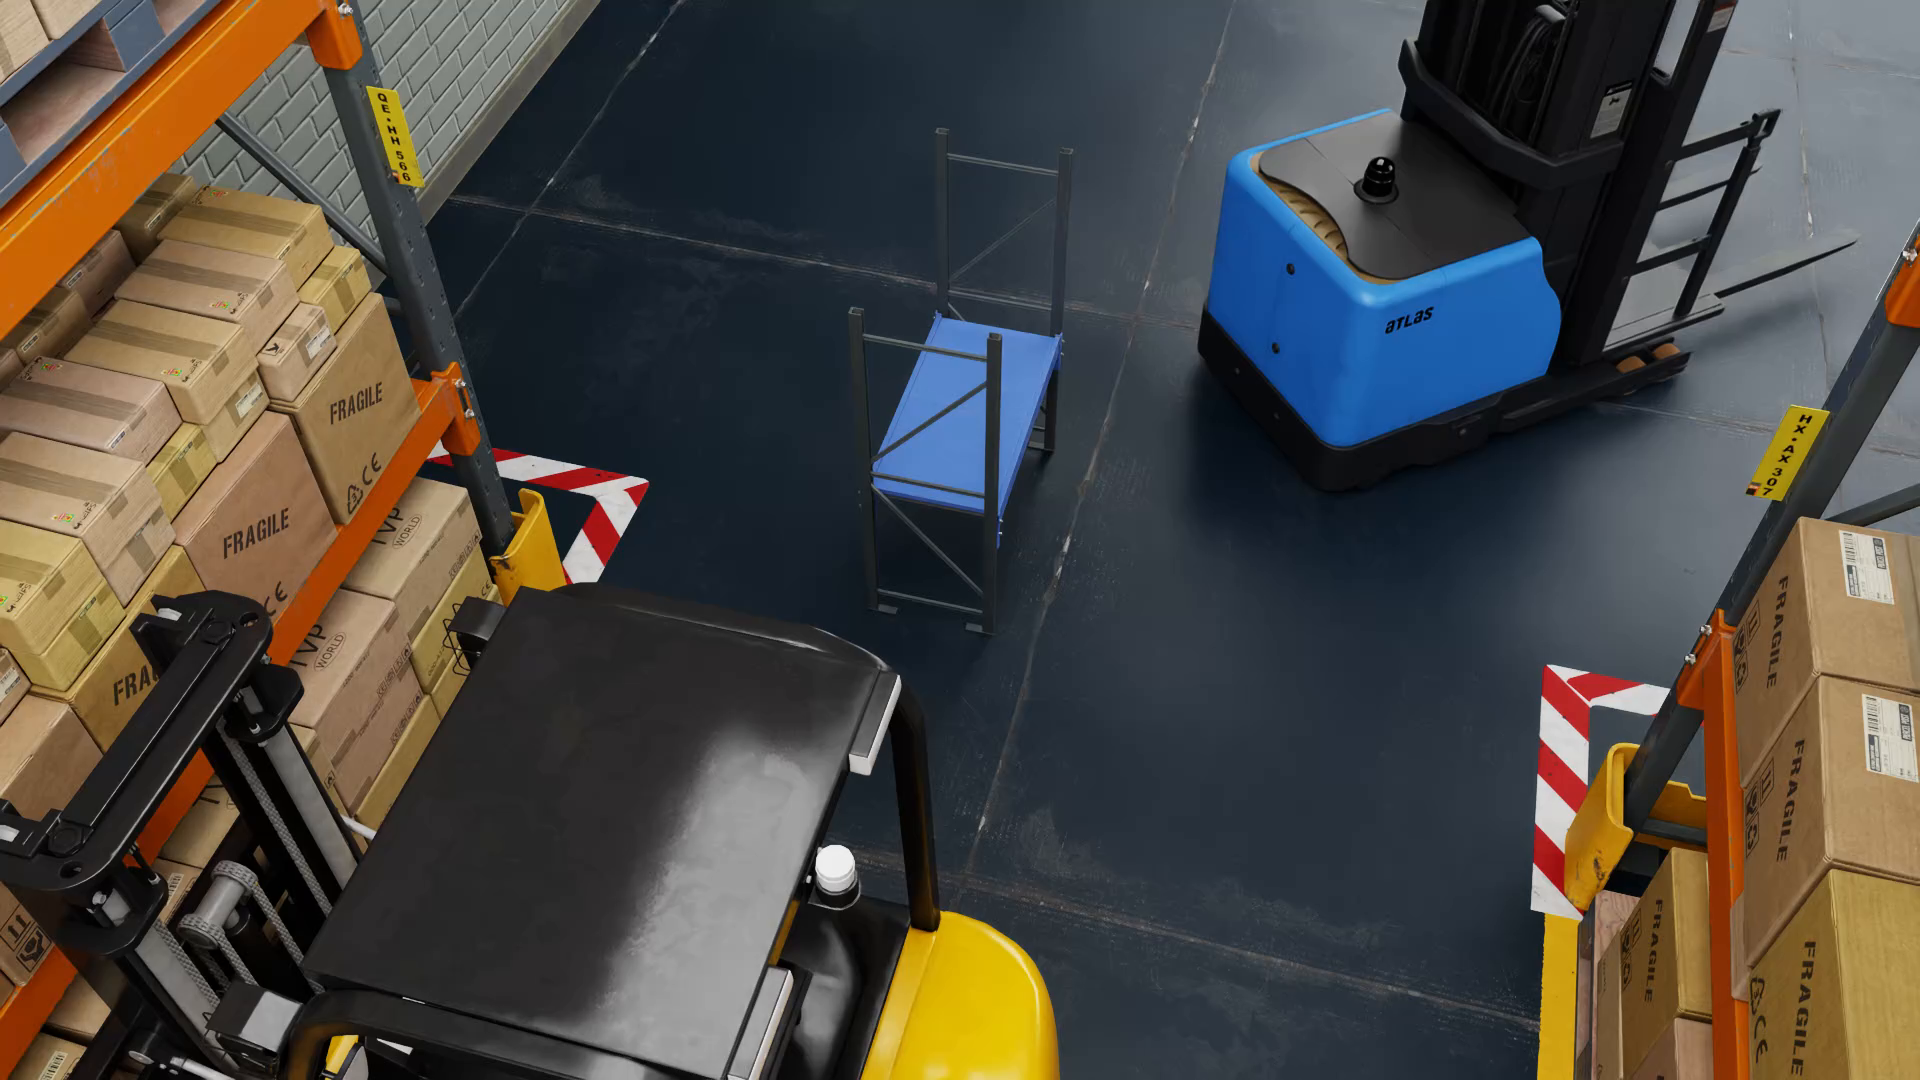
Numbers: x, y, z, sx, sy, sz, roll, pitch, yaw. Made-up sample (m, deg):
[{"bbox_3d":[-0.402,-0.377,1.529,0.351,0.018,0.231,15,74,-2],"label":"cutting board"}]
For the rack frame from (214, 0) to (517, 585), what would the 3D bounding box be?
[{"bbox_3d":[-2.134,-0.804,5.378,1.000,3.000,0.127,12,50,10],"label":"rack frame"}]

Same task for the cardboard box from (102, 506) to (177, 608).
[{"bbox_3d":[-2.222,0.000,4.169,0.380,0.149,0.250,10,49,9],"label":"cardboard box"}]

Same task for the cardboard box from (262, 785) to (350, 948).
[{"bbox_3d":[-2.218,0.953,5.047,0.500,0.250,0.500,11,49,9],"label":"cardboard box"}]

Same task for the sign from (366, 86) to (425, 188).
[{"bbox_3d":[-1.614,-1.149,4.752,0.100,0.325,0.005,12,50,10],"label":"sign"}]

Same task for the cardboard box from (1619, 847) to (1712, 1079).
[{"bbox_3d":[2.171,1.242,4.626,0.500,0.500,0.500,10,49,9],"label":"cardboard box"}]

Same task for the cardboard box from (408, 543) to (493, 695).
[{"bbox_3d":[-1.960,0.215,5.699,0.500,0.250,0.500,11,49,10],"label":"cardboard box"}]

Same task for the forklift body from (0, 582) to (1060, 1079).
[{"bbox_3d":[-0.873,1.208,4.168,2.313,2.155,1.214,12,50,10],"label":"forklift body"}]

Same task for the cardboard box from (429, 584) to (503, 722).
[{"bbox_3d":[-1.953,0.369,5.896,0.500,0.250,0.500,12,50,10],"label":"cardboard box"}]

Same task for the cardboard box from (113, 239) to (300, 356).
[{"bbox_3d":[-2.060,-0.665,4.558,0.380,0.149,0.250,12,50,10],"label":"cardboard box"}]

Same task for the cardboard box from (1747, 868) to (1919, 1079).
[{"bbox_3d":[1.998,1.073,3.456,0.500,0.500,0.500,11,49,9],"label":"cardboard box"}]

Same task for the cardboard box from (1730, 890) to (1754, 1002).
[{"bbox_3d":[2.055,0.996,3.956,0.380,0.149,0.250,12,50,11],"label":"cardboard box"}]

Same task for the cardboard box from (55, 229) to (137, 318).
[{"bbox_3d":[-2.559,-0.770,4.650,0.380,0.149,0.250,13,50,11],"label":"cardboard box"}]

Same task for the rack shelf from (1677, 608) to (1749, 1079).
[{"bbox_3d":[2.130,1.857,3.509,1.077,0.370,4.000,12,50,10],"label":"rack shelf"}]

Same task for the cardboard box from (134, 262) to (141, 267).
[{"bbox_3d":[-2.473,-0.858,4.926,0.380,0.149,0.250,10,49,9],"label":"cardboard box"}]

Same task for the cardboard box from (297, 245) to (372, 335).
[{"bbox_3d":[-1.955,-0.746,4.827,0.380,0.149,0.250,12,50,11],"label":"cardboard box"}]

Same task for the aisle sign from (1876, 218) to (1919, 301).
[{"bbox_3d":[2.373,-0.794,3.635,0.394,0.787,0.004,12,50,10],"label":"aisle sign"}]

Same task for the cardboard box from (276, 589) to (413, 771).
[{"bbox_3d":[-2.083,0.401,5.201,0.500,0.250,0.500,12,50,11],"label":"cardboard box"}]

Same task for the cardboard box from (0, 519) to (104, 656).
[{"bbox_3d":[-2.264,0.093,3.888,0.380,0.149,0.250,12,50,11],"label":"cardboard box"}]

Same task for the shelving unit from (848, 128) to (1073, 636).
[{"bbox_3d":[0.022,-0.558,6.161,0.538,1.500,1.048,12,50,10],"label":"shelving unit"}]

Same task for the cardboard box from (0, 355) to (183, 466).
[{"bbox_3d":[-2.240,-0.305,4.240,0.380,0.149,0.250,12,50,10],"label":"cardboard box"}]

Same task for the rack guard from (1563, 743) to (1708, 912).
[{"bbox_3d":[2.636,1.055,5.405,1.175,0.500,0.348,12,50,10],"label":"rack guard"}]

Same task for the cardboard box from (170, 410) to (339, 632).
[{"bbox_3d":[-2.155,-0.056,4.651,0.500,0.500,0.500,13,50,11],"label":"cardboard box"}]

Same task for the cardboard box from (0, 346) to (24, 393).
[{"bbox_3d":[-2.665,-0.397,4.321,0.380,0.149,0.250,12,50,10],"label":"cardboard box"}]

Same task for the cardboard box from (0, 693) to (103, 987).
[{"bbox_3d":[-2.412,0.680,4.001,0.500,0.500,0.500,12,50,10],"label":"cardboard box"}]

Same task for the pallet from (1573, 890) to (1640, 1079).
[{"bbox_3d":[2.388,1.731,5.000,1.003,0.211,1.213,12,50,10],"label":"pallet"}]

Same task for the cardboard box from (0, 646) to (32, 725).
[{"bbox_3d":[-2.421,0.350,3.860,0.380,0.149,0.250,11,50,10],"label":"cardboard box"}]

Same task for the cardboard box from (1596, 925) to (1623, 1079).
[{"bbox_3d":[2.177,1.472,4.923,0.500,0.250,0.500,11,50,10],"label":"cardboard box"}]

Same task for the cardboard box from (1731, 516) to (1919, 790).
[{"bbox_3d":[2.264,0.329,4.113,0.500,0.500,0.500,11,49,9],"label":"cardboard box"}]

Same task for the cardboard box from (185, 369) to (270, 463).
[{"bbox_3d":[-2.121,-0.380,4.504,0.380,0.149,0.250,12,50,11],"label":"cardboard box"}]

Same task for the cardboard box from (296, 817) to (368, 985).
[{"bbox_3d":[-2.233,1.087,5.263,0.500,0.250,0.500,12,50,10],"label":"cardboard box"}]

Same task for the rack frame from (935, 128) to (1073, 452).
[{"bbox_3d":[0.156,-0.926,6.486,0.500,1.500,0.032,12,50,10],"label":"rack frame"}]

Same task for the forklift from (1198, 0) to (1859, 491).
[{"bbox_3d":[2.602,-1.939,6.426,3.031,2.935,1.130,-20,52,-17],"label":"forklift"}]

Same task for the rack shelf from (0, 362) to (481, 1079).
[{"bbox_3d":[-2.660,0.880,4.371,1.077,0.370,4.000,12,50,10],"label":"rack shelf"}]

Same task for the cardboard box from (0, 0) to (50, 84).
[{"bbox_3d":[-2.126,-1.082,3.365,0.396,0.266,0.258,12,50,10],"label":"cardboard box"}]

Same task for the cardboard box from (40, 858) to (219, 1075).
[{"bbox_3d":[-2.347,1.133,4.555,0.500,0.250,0.500,11,49,9],"label":"cardboard box"}]
